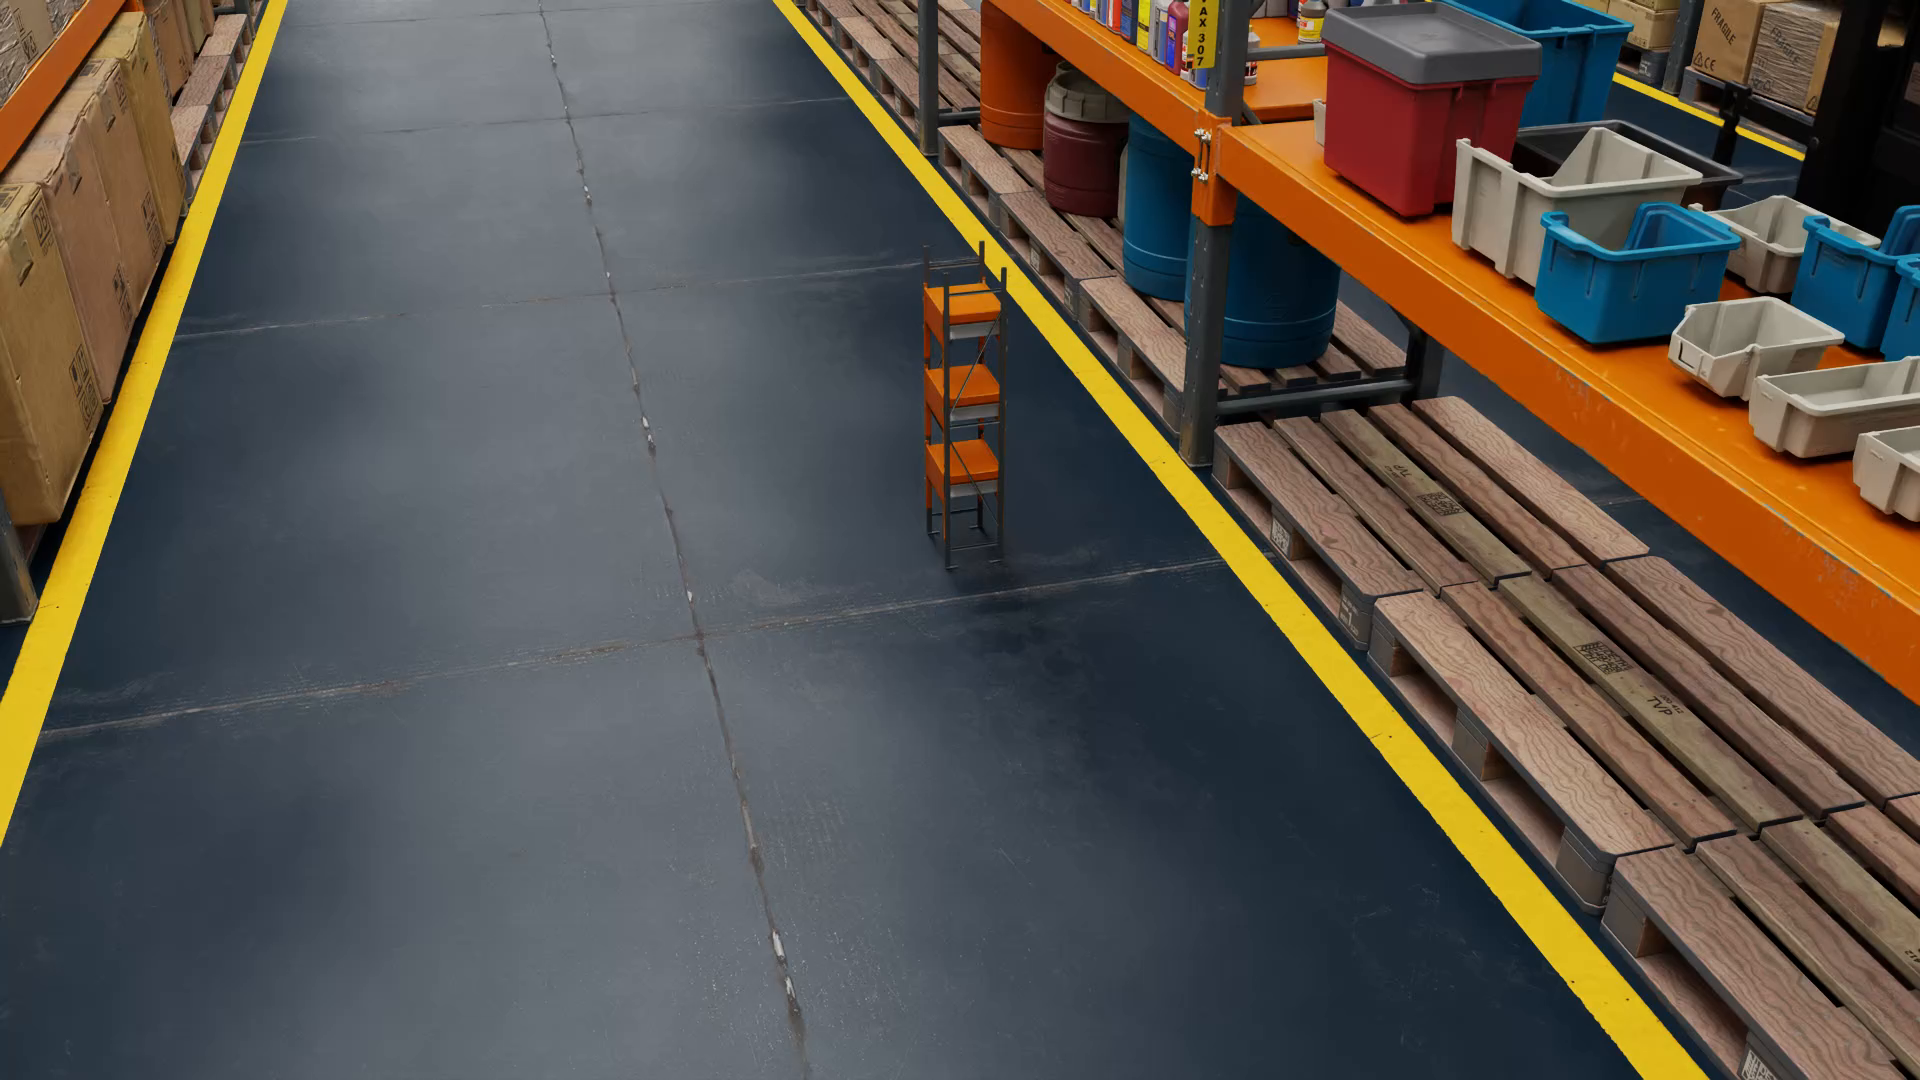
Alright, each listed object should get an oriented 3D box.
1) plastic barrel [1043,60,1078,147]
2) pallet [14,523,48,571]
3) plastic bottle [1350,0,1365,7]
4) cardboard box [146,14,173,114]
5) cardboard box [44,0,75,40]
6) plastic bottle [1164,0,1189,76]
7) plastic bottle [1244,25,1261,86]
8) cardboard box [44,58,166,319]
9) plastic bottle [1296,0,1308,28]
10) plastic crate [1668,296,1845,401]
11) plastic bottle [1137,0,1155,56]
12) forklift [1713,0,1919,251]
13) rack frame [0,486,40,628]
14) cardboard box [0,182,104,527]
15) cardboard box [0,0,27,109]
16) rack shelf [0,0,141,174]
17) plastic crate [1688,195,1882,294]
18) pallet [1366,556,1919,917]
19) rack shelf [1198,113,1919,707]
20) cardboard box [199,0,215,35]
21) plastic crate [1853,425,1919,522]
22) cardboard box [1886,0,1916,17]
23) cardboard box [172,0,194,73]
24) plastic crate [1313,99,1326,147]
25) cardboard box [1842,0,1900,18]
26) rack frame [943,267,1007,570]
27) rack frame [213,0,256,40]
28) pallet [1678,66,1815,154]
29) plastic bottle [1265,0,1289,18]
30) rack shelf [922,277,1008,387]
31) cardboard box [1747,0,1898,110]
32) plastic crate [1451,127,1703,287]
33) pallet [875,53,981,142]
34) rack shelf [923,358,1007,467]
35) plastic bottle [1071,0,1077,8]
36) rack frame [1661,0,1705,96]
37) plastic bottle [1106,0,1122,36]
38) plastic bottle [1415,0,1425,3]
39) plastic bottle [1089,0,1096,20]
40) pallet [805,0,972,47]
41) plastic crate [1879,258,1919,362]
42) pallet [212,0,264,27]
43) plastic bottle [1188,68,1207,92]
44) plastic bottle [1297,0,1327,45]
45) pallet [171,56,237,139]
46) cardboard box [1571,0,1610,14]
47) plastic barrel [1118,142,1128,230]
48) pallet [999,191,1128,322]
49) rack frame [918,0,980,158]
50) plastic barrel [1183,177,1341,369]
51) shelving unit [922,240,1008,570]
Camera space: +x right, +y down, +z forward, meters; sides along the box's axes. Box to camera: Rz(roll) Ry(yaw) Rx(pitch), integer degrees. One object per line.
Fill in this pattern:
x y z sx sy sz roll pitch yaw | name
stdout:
0.645 -2.196 8.614 0.421 0.512 0.421 0 30 0 | plastic barrel
-3.728 -0.151 5.801 1.003 0.211 1.213 -8 31 -13 | pallet
1.529 -1.997 6.334 0.097 0.271 0.097 0 30 0 | plastic bottle
-4.869 -2.623 9.344 0.700 0.500 0.500 -10 32 -17 | cardboard box
-3.875 -2.273 6.584 0.500 0.500 0.500 -9 31 -15 | cardboard box
0.803 -1.857 6.080 0.061 0.283 0.133 -8 31 -13 | plastic bottle
1.023 -1.741 5.962 0.097 0.201 0.097 0 30 0 | plastic bottle
-4.120 -1.422 6.914 1.225 0.875 0.875 -8 31 -13 | cardboard box
1.416 -2.173 6.708 0.097 0.201 0.097 0 30 0 | plastic bottle
1.738 -0.418 3.680 0.298 0.136 0.250 -8 31 -13 | plastic crate
0.765 -2.033 6.318 0.144 0.351 0.185 -8 31 -13 | plastic bottle
3.238 -1.587 5.566 1.130 2.935 3.031 -6 31 -10 | forklift
-3.451 -0.996 4.476 1.000 3.000 0.127 -8 31 -13 | rack frame
-3.640 -0.564 5.432 1.225 0.875 0.875 -8 31 -13 | cardboard box
-3.599 -1.779 5.729 0.500 0.500 0.500 -9 31 -14 | cardboard box
-3.982 -1.650 6.325 1.077 0.370 4.000 -8 31 -13 | rack shelf
2.076 -0.765 4.281 0.293 0.136 0.466 -8 31 -13 | plastic crate
1.884 0.493 4.688 1.003 0.211 1.213 -8 31 -13 | pallet
1.855 -0.377 4.125 1.077 0.370 4.000 -8 31 -13 | rack shelf
-5.432 -3.669 11.150 0.700 0.500 0.500 -10 32 -17 | cardboard box
1.932 -0.146 3.211 0.396 0.136 0.243 -8 31 -13 | plastic crate
5.533 -3.229 9.642 0.500 0.250 0.500 -7 31 -11 | cardboard box
-5.175 -3.166 10.281 0.700 0.500 0.500 -11 32 -18 | cardboard box
1.310 -1.322 5.243 0.396 0.136 0.243 -8 31 -13 | plastic crate
5.514 -2.931 9.876 0.500 0.500 0.500 -7 31 -11 | cardboard box
0.047 -0.370 5.341 0.200 1.050 0.008 -8 31 -13 | rack frame
-5.574 -4.859 11.151 1.000 3.000 0.127 -8 31 -13 | rack frame
5.201 -2.670 10.153 1.003 0.211 1.213 -8 31 -13 | pallet
1.323 -2.322 6.891 0.152 0.276 0.135 -8 31 -13 | plastic bottle
0.014 -0.665 5.305 0.215 0.259 0.240 -8 31 -13 | rack shelf
5.029 -2.842 9.721 0.500 0.500 0.500 -9 31 -15 | cardboard box
1.552 -0.867 4.312 0.437 0.282 0.530 -8 31 -13 | plastic crate
0.094 -2.759 10.305 1.003 0.211 1.213 -8 31 -13 | pallet
0.014 -0.419 5.448 0.215 0.259 0.240 -8 31 -13 | rack shelf
0.523 -2.365 7.040 0.097 0.201 0.097 0 30 0 | plastic bottle
5.039 -4.243 10.086 1.000 3.000 0.127 -8 31 -13 | rack frame
0.677 -2.168 6.625 0.152 0.276 0.135 -8 31 -13 | plastic bottle
1.638 -1.838 6.047 0.061 0.283 0.133 -8 31 -13 | plastic bottle
0.584 -2.253 6.846 0.097 0.201 0.097 0 30 0 | plastic bottle
-0.553 -3.937 12.341 1.003 0.211 1.213 -8 31 -13 | pallet
2.288 -0.475 3.683 0.416 0.233 0.300 -8 31 -13 | plastic crate
-5.787 -3.972 12.402 1.003 0.211 1.213 -8 31 -13 | pallet
0.908 -1.748 5.899 0.152 0.276 0.135 -8 31 -13 | plastic bottle
1.356 -1.994 6.398 0.097 0.201 0.097 0 30 0 | plastic bottle
-5.039 -2.686 10.181 1.003 0.211 1.213 -8 31 -13 | pallet
4.524 -3.705 11.482 0.500 0.250 0.500 -8 31 -14 | cardboard box
0.945 -1.651 7.672 0.421 0.512 0.421 0 30 0 | plastic barrel
0.832 -1.416 7.985 1.003 0.211 1.213 -8 31 -13 | pallet
0.263 -3.586 8.951 1.000 3.000 0.127 -8 31 -13 | rack frame
1.196 -1.193 6.492 0.600 0.901 0.708 -8 31 -13 | plastic barrel
0.014 -0.429 5.442 0.215 1.050 0.252 -8 31 -13 | shelving unit
